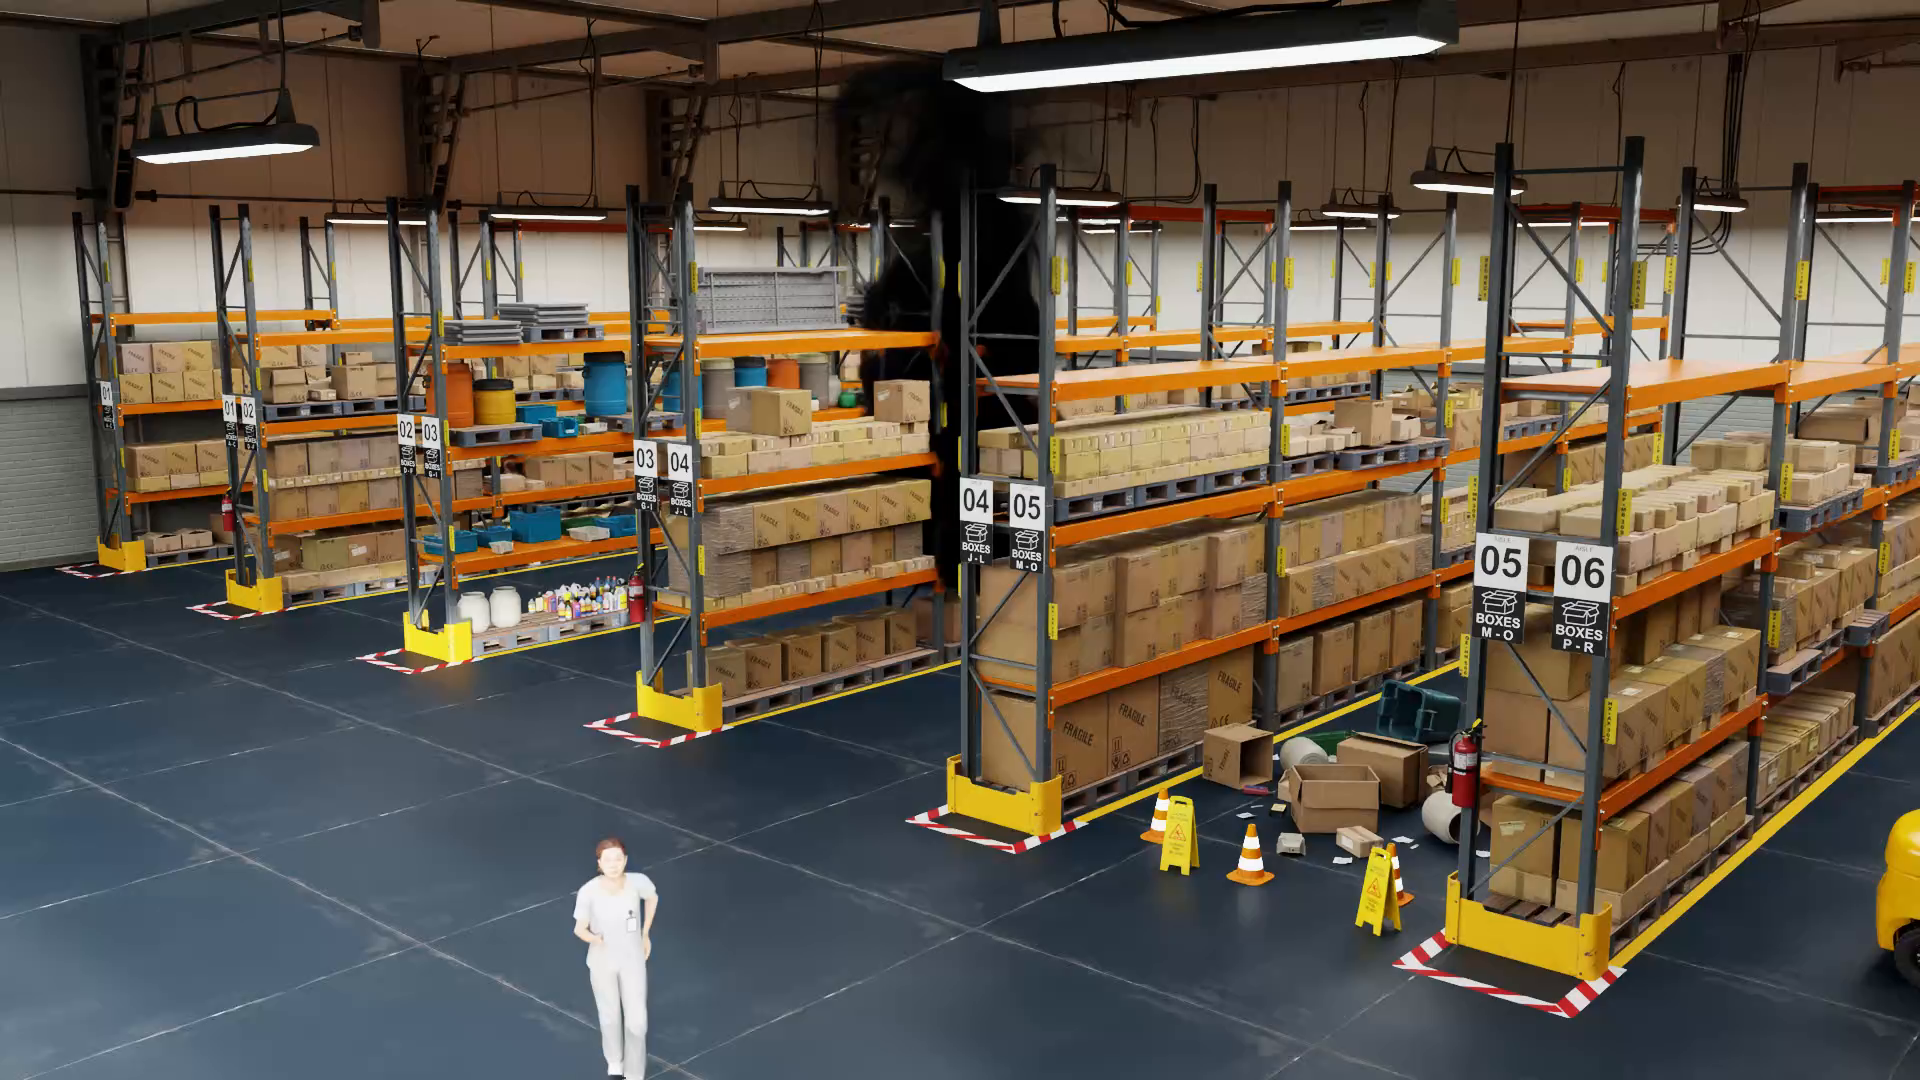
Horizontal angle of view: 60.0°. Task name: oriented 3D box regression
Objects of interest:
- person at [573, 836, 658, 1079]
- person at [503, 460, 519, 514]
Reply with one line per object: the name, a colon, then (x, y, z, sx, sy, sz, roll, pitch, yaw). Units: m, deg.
person: (-2.123, 2.660, 10.331, 0.516, 1.699, 0.761, -2, 10, -11)
person: (-8.251, -0.662, 30.408, 0.503, 1.617, 0.682, 6, 11, 33)
